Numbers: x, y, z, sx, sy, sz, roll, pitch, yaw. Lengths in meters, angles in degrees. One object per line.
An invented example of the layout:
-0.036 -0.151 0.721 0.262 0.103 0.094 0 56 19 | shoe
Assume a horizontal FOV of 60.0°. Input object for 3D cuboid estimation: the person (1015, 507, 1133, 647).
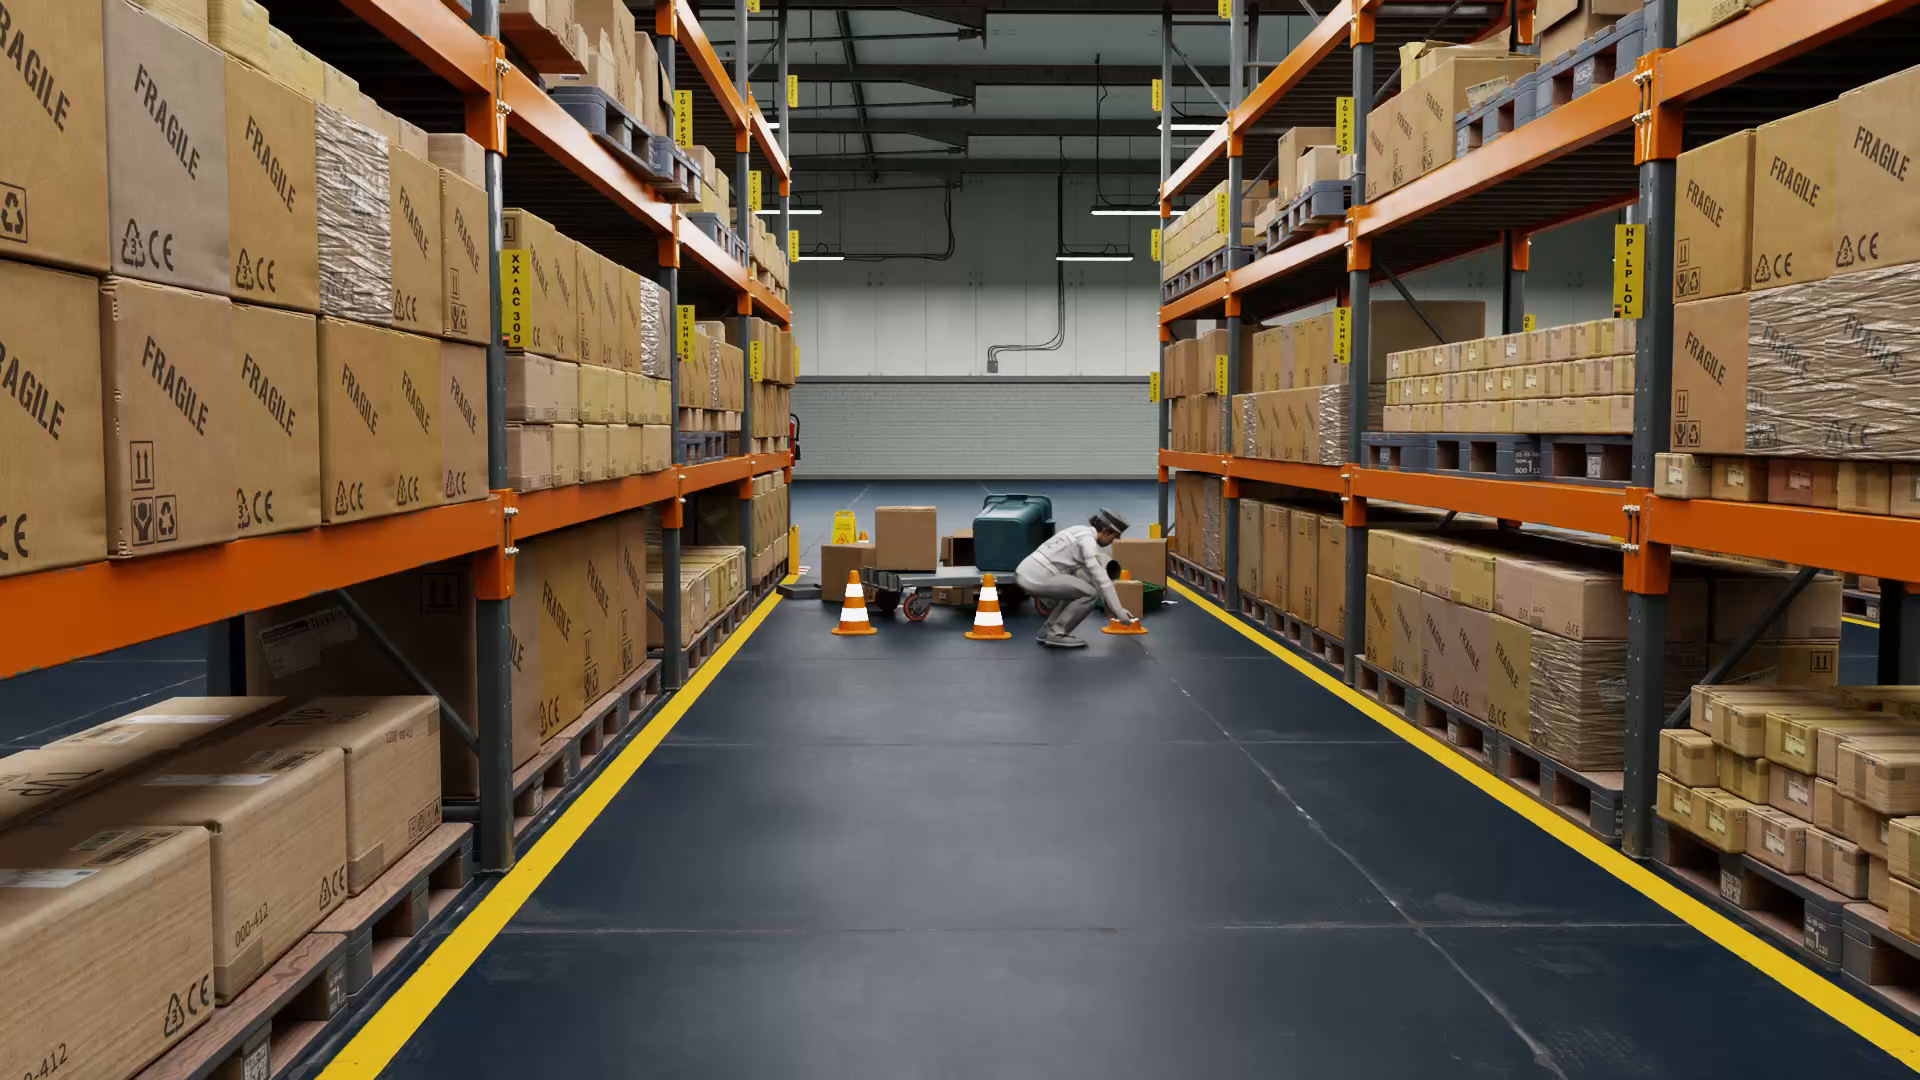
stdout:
0.802 0.258 11.789 0.817 0.983 0.484 0 4 -2 | person
